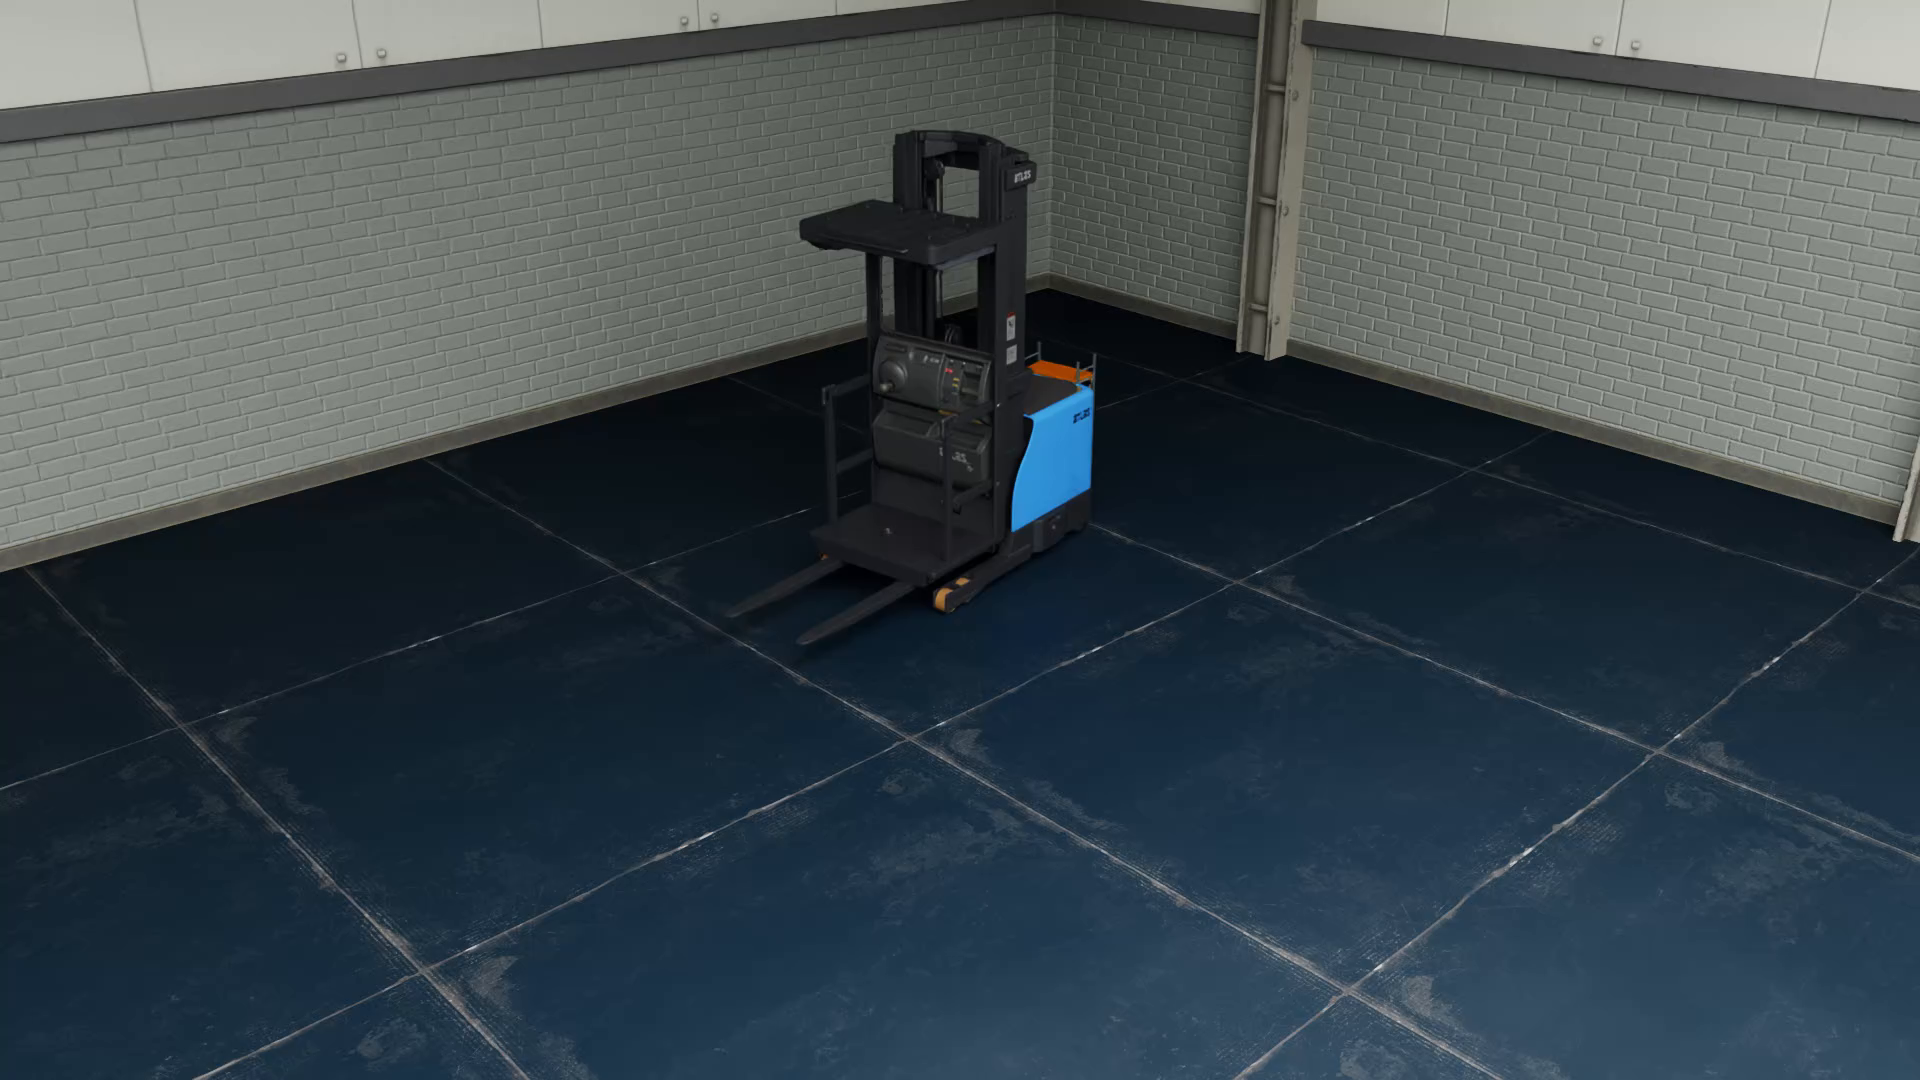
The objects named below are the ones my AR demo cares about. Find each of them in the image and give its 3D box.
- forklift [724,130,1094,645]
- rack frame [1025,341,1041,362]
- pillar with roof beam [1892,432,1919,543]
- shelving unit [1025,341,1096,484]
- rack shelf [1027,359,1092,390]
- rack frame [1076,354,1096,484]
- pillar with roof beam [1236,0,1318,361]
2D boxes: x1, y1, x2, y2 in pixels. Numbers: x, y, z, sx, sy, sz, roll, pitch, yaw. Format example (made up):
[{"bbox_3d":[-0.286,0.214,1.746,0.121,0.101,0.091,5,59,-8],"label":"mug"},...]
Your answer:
[{"bbox_3d":[-0.318,-1.080,10.884,1.130,2.935,3.031,17,30,33],"label":"forklift"},{"bbox_3d":[0.524,-0.895,12.561,0.015,1.200,0.240,17,29,33],"label":"rack frame"},{"bbox_3d":[3.859,-2.859,7.472,9.100,9.000,0.400,-21,32,-38],"label":"pillar with roof beam"},{"bbox_3d":[0.719,-0.834,12.428,0.503,1.200,0.258,17,29,33],"label":"shelving unit"},{"bbox_3d":[0.720,-1.193,12.267,0.480,0.148,0.258,17,29,33],"label":"rack shelf"},{"bbox_3d":[0.914,-0.774,12.295,0.015,1.200,0.240,17,29,33],"label":"rack frame"},{"bbox_3d":[-0.242,-4.677,11.457,9.100,9.000,0.400,-21,32,-38],"label":"pillar with roof beam"}]
